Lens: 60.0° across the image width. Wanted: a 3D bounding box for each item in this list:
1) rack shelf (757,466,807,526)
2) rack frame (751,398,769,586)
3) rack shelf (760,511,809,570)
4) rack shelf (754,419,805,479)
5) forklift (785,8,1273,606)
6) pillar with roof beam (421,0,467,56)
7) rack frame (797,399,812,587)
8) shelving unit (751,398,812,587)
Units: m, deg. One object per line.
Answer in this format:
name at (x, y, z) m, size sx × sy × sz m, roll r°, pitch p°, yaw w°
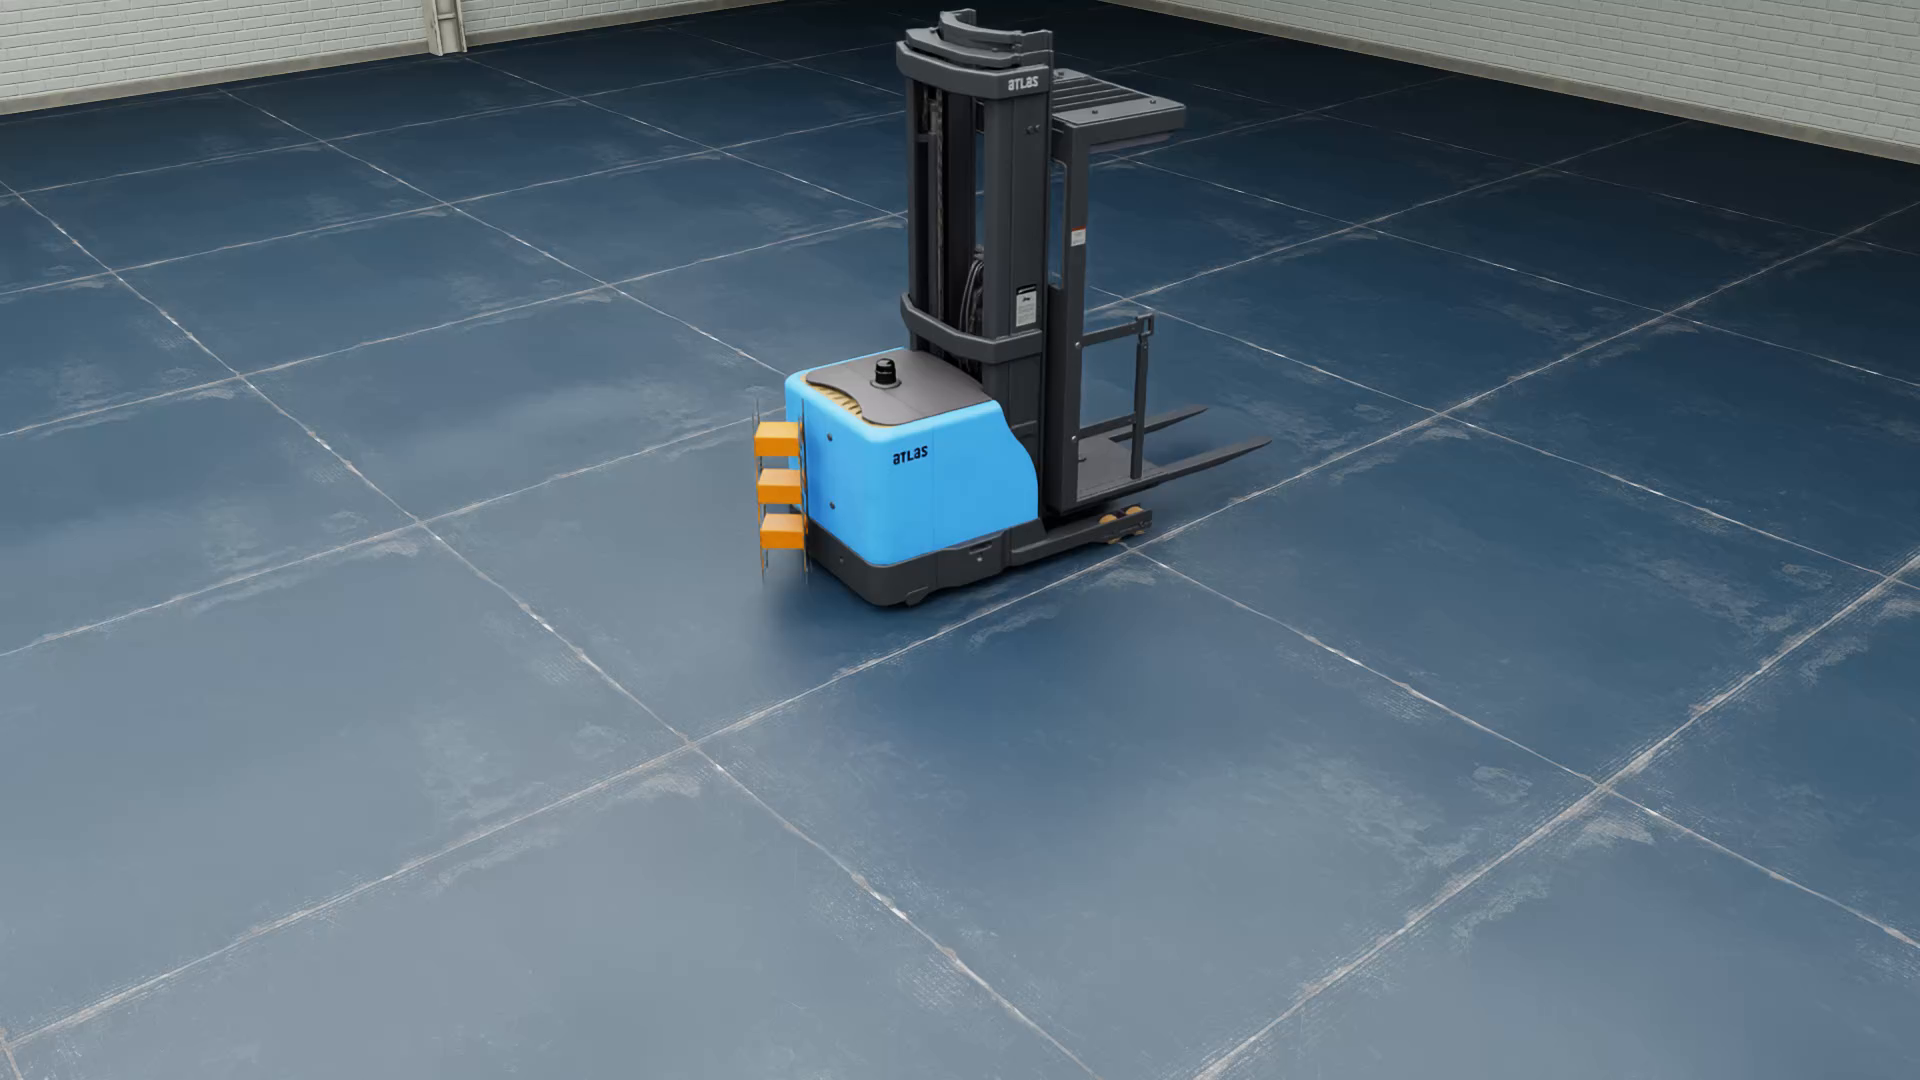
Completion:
rack shelf at (-0.973, -0.244, 9.115) m, size 0.240 × 0.259 × 0.215 m, roll 1°, pitch 28°, yaw 2°
rack frame at (-1.095, -0.256, 9.115) m, size 0.008 × 1.050 × 0.200 m, roll 1°, pitch 28°, yaw 2°
rack shelf at (-0.973, 0.001, 9.246) m, size 0.240 × 0.259 × 0.215 m, roll 1°, pitch 28°, yaw 2°
rack shelf at (-0.973, -0.494, 8.982) m, size 0.240 × 0.259 × 0.215 m, roll 1°, pitch 28°, yaw 2°
forklift at (0.525, -1.459, 9.370) m, size 3.031 × 2.935 × 1.130 m, roll -18°, pitch 33°, yaw -29°
pillar with roof beam at (-3.867, -8.779, 16.630) m, size 0.400 × 9.000 × 9.100 m, roll -22°, pitch 35°, yaw -35°
rack frame at (-0.851, -0.251, 9.106) m, size 0.008 × 1.050 × 0.200 m, roll 1°, pitch 28°, yaw 2°
shelving unit at (-0.973, -0.253, 9.110) m, size 0.252 × 1.050 × 0.215 m, roll 1°, pitch 28°, yaw 2°
